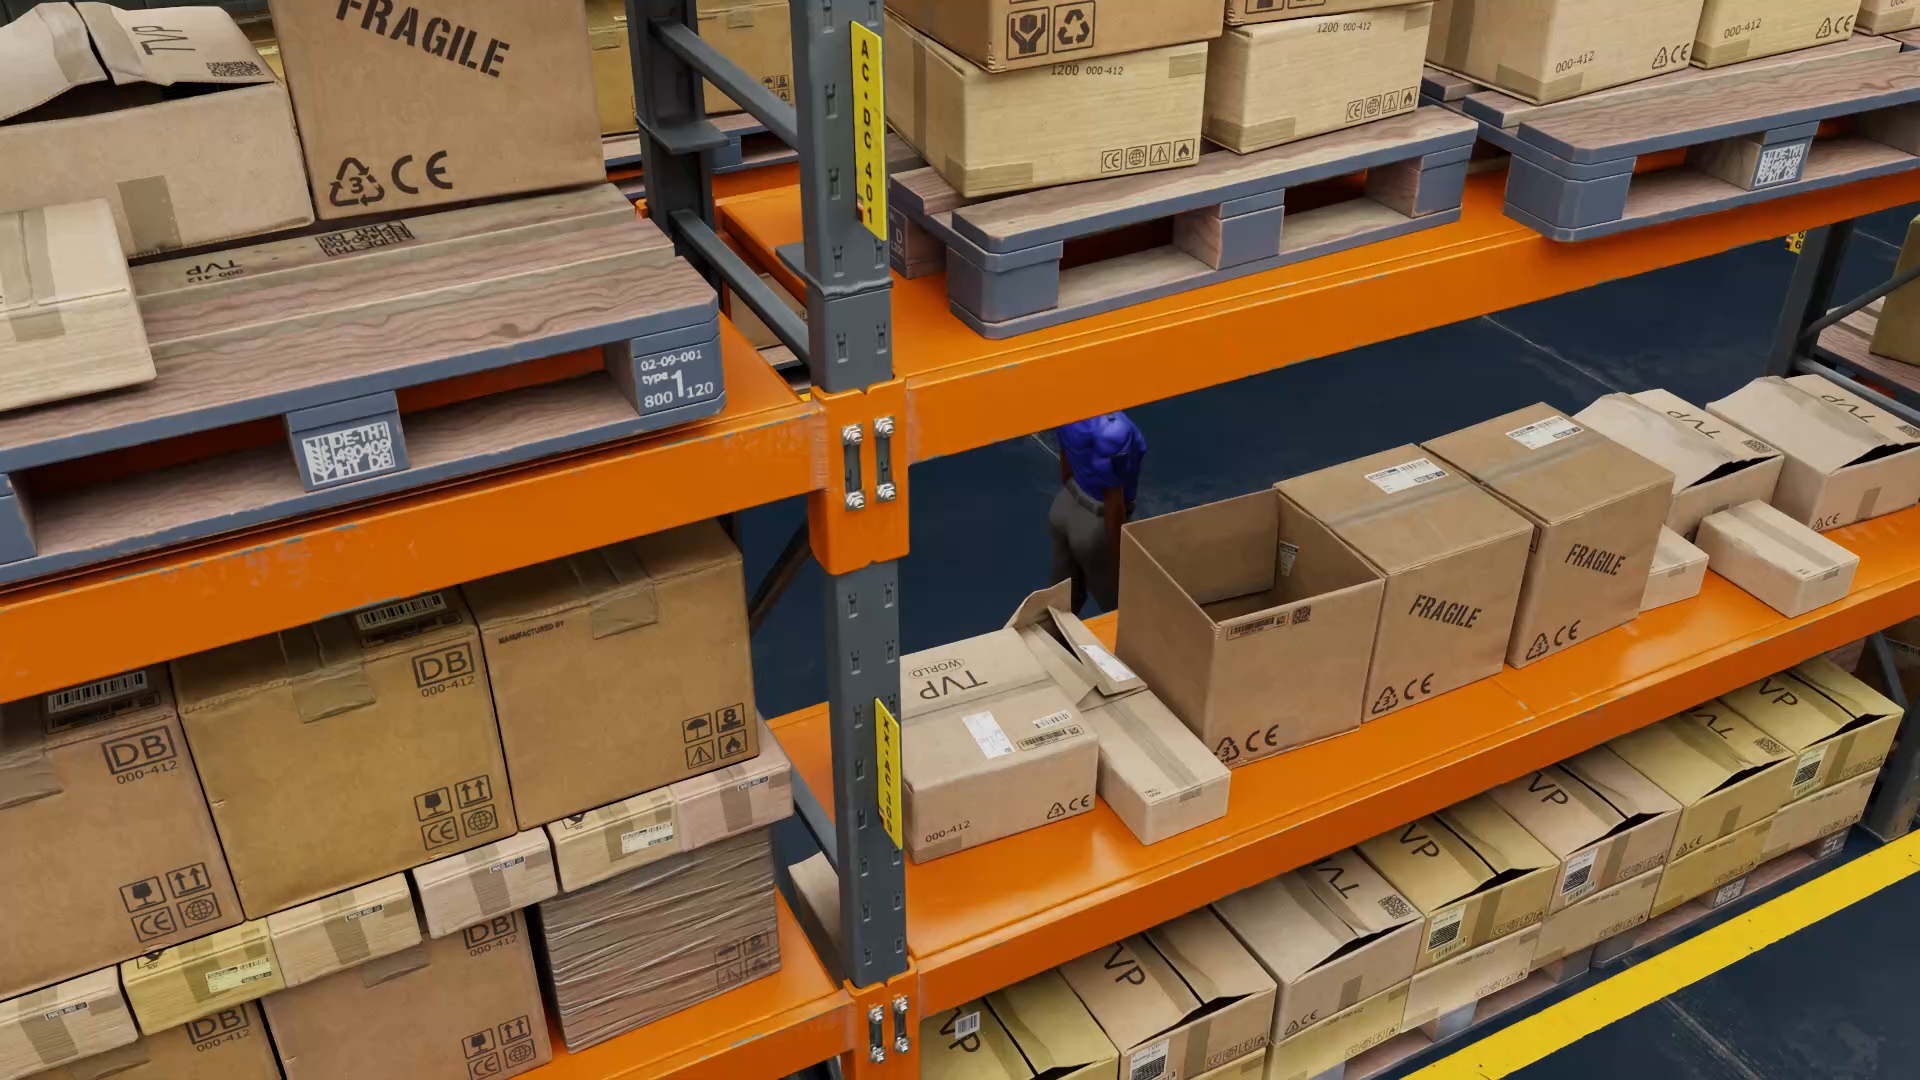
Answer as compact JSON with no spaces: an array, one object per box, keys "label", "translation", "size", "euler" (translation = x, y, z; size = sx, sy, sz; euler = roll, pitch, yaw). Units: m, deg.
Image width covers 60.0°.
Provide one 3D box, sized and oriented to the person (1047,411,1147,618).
[{"label":"person","translation":[0.517,-0.052,6.231],"size":[0.425,1.661,0.434],"euler":[-15,36,-21]}]
